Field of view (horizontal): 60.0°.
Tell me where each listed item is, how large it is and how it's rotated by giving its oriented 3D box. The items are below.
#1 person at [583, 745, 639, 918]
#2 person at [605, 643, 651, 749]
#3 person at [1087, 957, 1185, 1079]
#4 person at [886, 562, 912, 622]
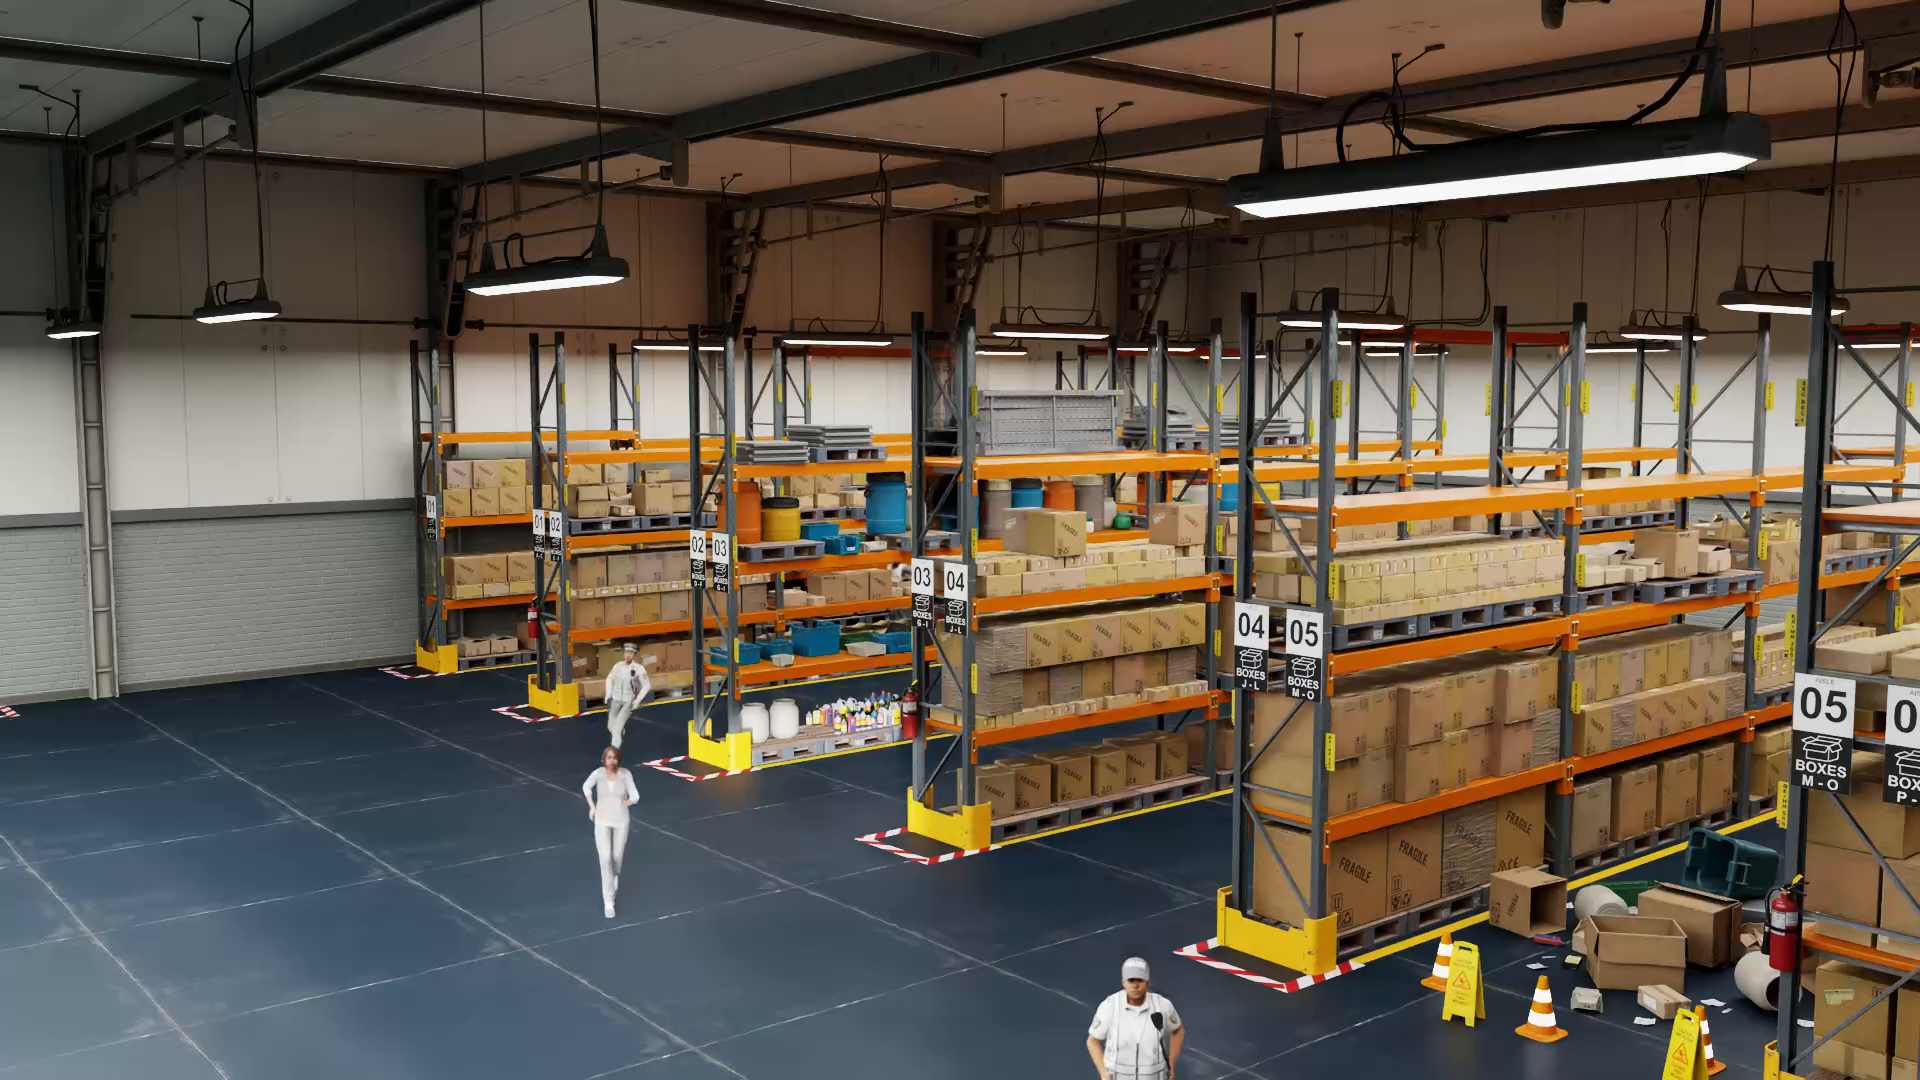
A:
[{"bbox_3d":[-3.452,2.845,16.507,0.535,1.598,0.841,-1,5,-16],"label":"person"},{"bbox_3d":[-4.615,2.223,23.050,0.659,1.624,0.600,1,5,11],"label":"person"},{"bbox_3d":[1.101,3.408,10.403,0.616,1.651,0.764,0,5,3],"label":"person"},{"bbox_3d":[-1.309,1.137,34.081,0.658,1.844,0.776,5,7,44],"label":"person"}]
